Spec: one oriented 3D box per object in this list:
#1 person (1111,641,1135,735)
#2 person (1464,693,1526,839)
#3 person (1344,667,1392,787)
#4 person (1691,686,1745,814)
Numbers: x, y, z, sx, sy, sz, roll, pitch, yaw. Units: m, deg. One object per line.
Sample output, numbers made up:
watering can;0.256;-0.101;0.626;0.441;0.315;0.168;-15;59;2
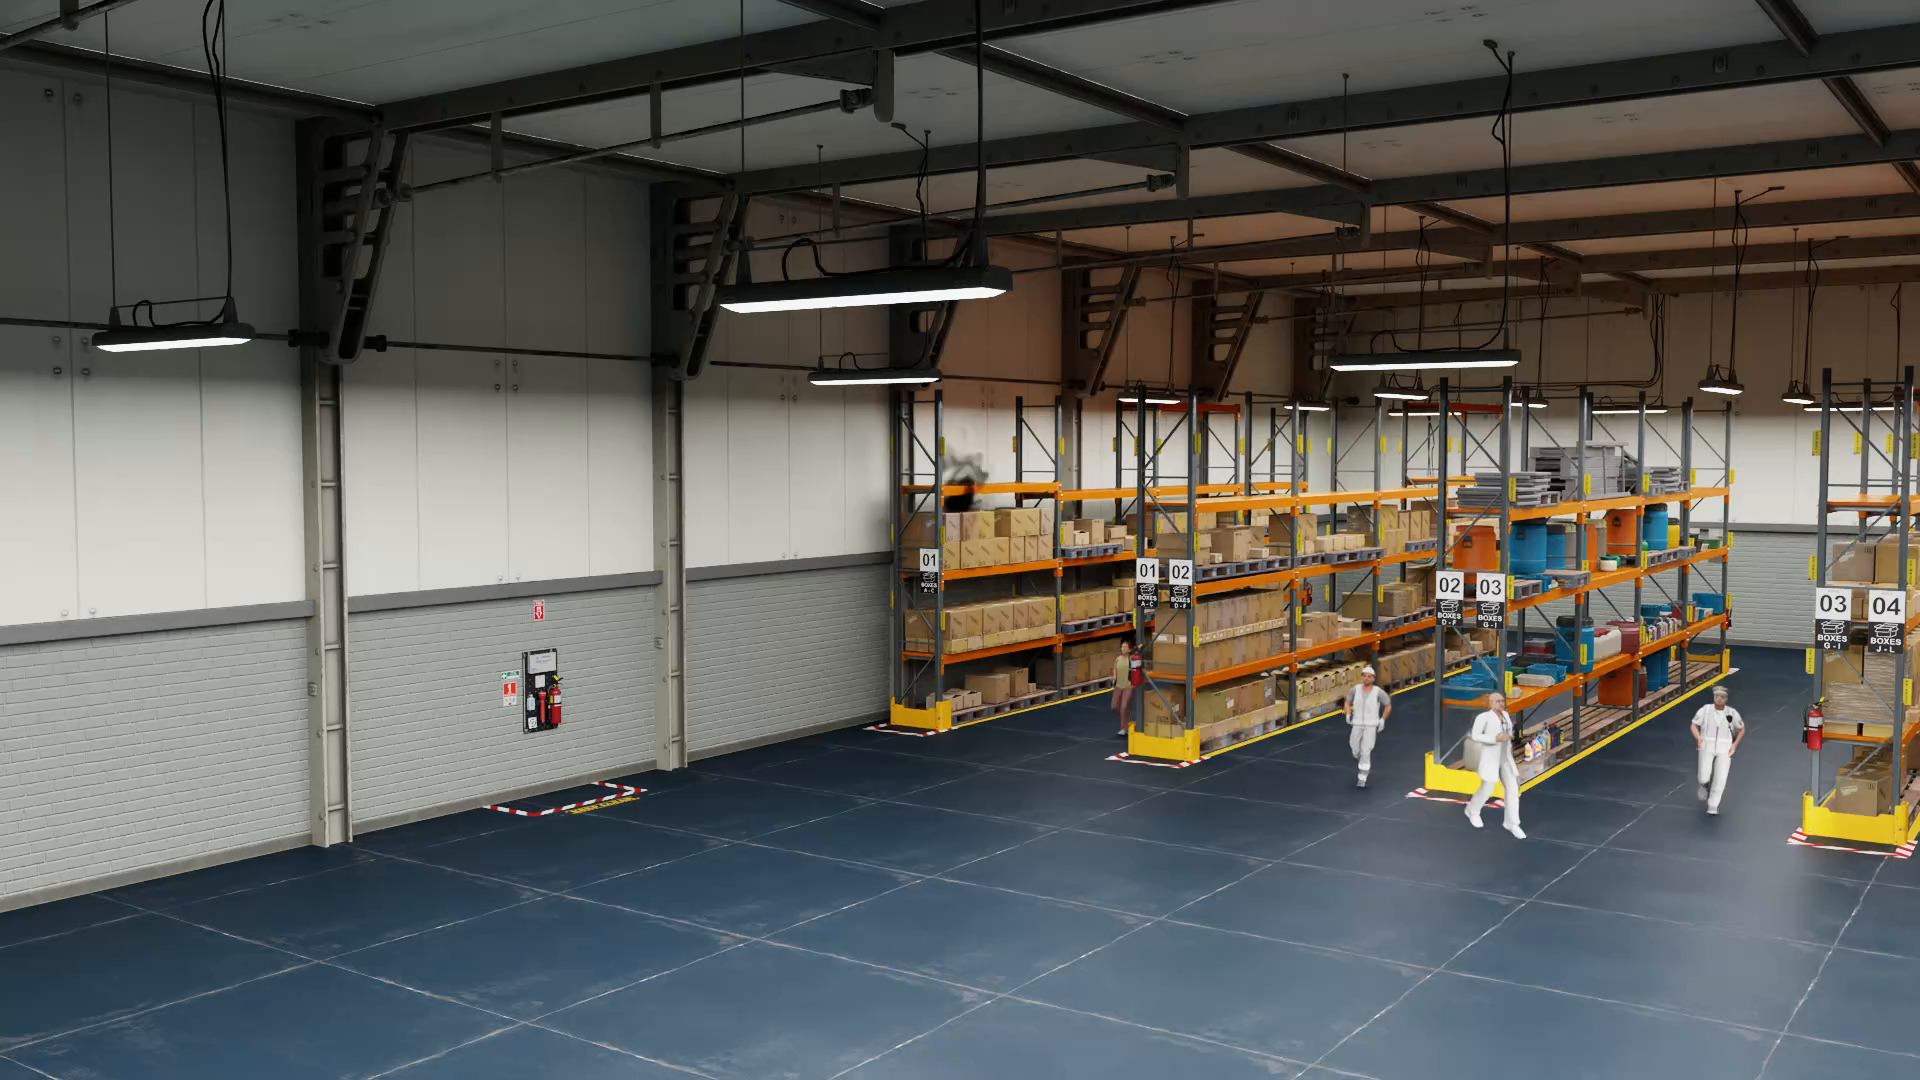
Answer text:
person;2.884;2.562;28.900;0.577;1.619;0.566;2;4;32
person;6.920;2.886;21.524;0.710;1.819;0.921;-1;3;-20
person;6.001;2.743;24.587;0.684;1.731;0.748;2;4;27
person;10.379;2.850;22.782;0.681;1.724;0.712;1;4;24
